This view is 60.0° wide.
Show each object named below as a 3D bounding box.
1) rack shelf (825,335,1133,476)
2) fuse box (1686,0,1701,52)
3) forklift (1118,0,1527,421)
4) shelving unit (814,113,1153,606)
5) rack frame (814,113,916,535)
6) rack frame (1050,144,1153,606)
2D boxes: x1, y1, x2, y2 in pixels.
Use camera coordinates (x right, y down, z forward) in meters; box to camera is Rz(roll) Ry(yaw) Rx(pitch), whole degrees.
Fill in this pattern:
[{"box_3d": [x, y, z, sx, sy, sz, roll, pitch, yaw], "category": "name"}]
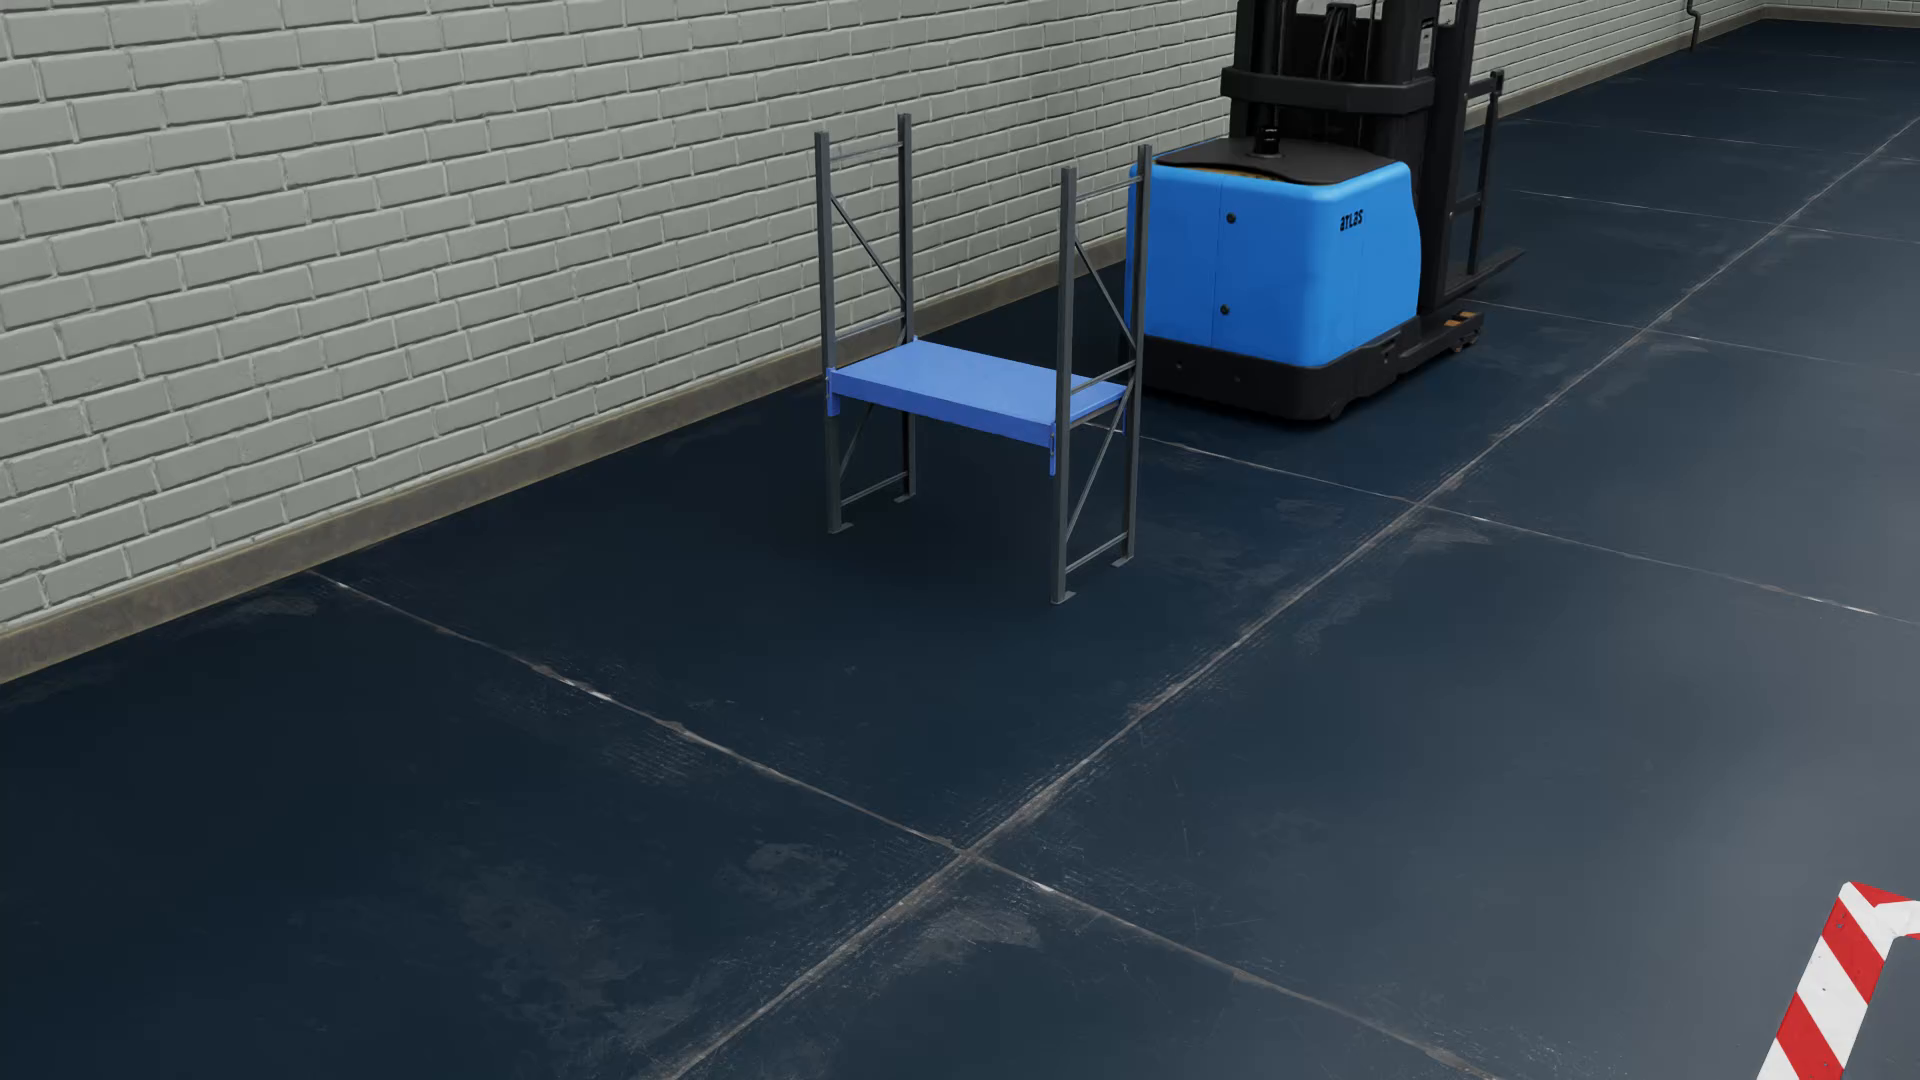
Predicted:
[{"box_3d": [0.068, -0.501, 5.973, 1.000, 0.185, 0.538, 17, 29, 33], "category": "rack shelf"}, {"box_3d": [8.292, -6.288, 18.400, 0.414, 1.711, 0.539, 17, 29, 33], "category": "fuse box"}, {"box_3d": [2.036, -2.392, 8.043, 1.130, 2.935, 3.031, 17, 29, 34], "category": "forklift"}, {"box_3d": [0.068, -0.666, 5.901, 1.048, 1.500, 0.538, 17, 29, 33], "category": "shelving unit"}, {"box_3d": [-0.339, -0.789, 6.180, 0.032, 1.500, 0.500, 17, 29, 33], "category": "rack frame"}, {"box_3d": [0.475, -0.543, 5.622, 0.032, 1.500, 0.500, 17, 29, 33], "category": "rack frame"}]
